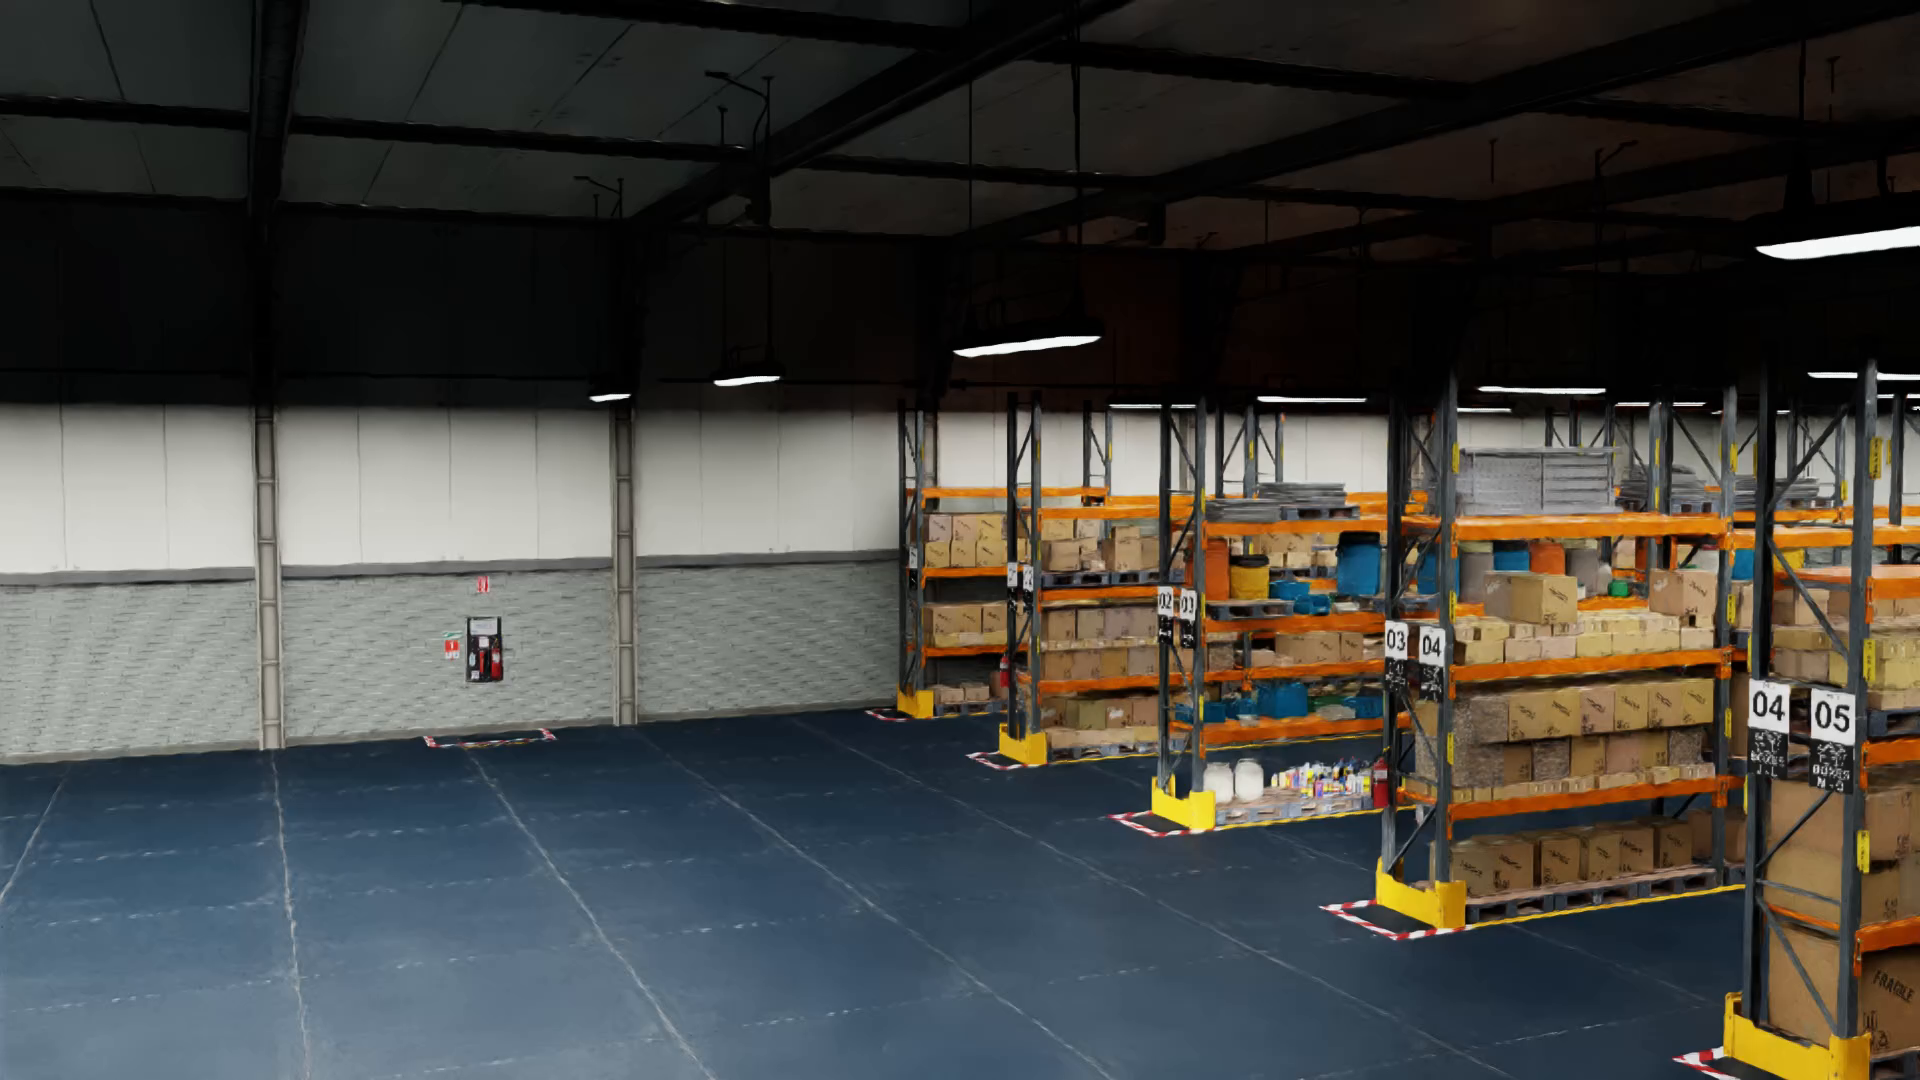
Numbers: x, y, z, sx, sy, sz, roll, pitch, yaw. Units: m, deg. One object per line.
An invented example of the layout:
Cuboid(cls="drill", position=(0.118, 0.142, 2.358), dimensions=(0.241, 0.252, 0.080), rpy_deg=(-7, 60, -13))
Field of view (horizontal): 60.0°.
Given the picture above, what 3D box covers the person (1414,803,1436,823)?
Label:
Cuboid(cls="person", position=(6.465, 2.936, 22.605), dimensions=(0.464, 1.772, 0.645), rpy_deg=(3, 4, 41))
